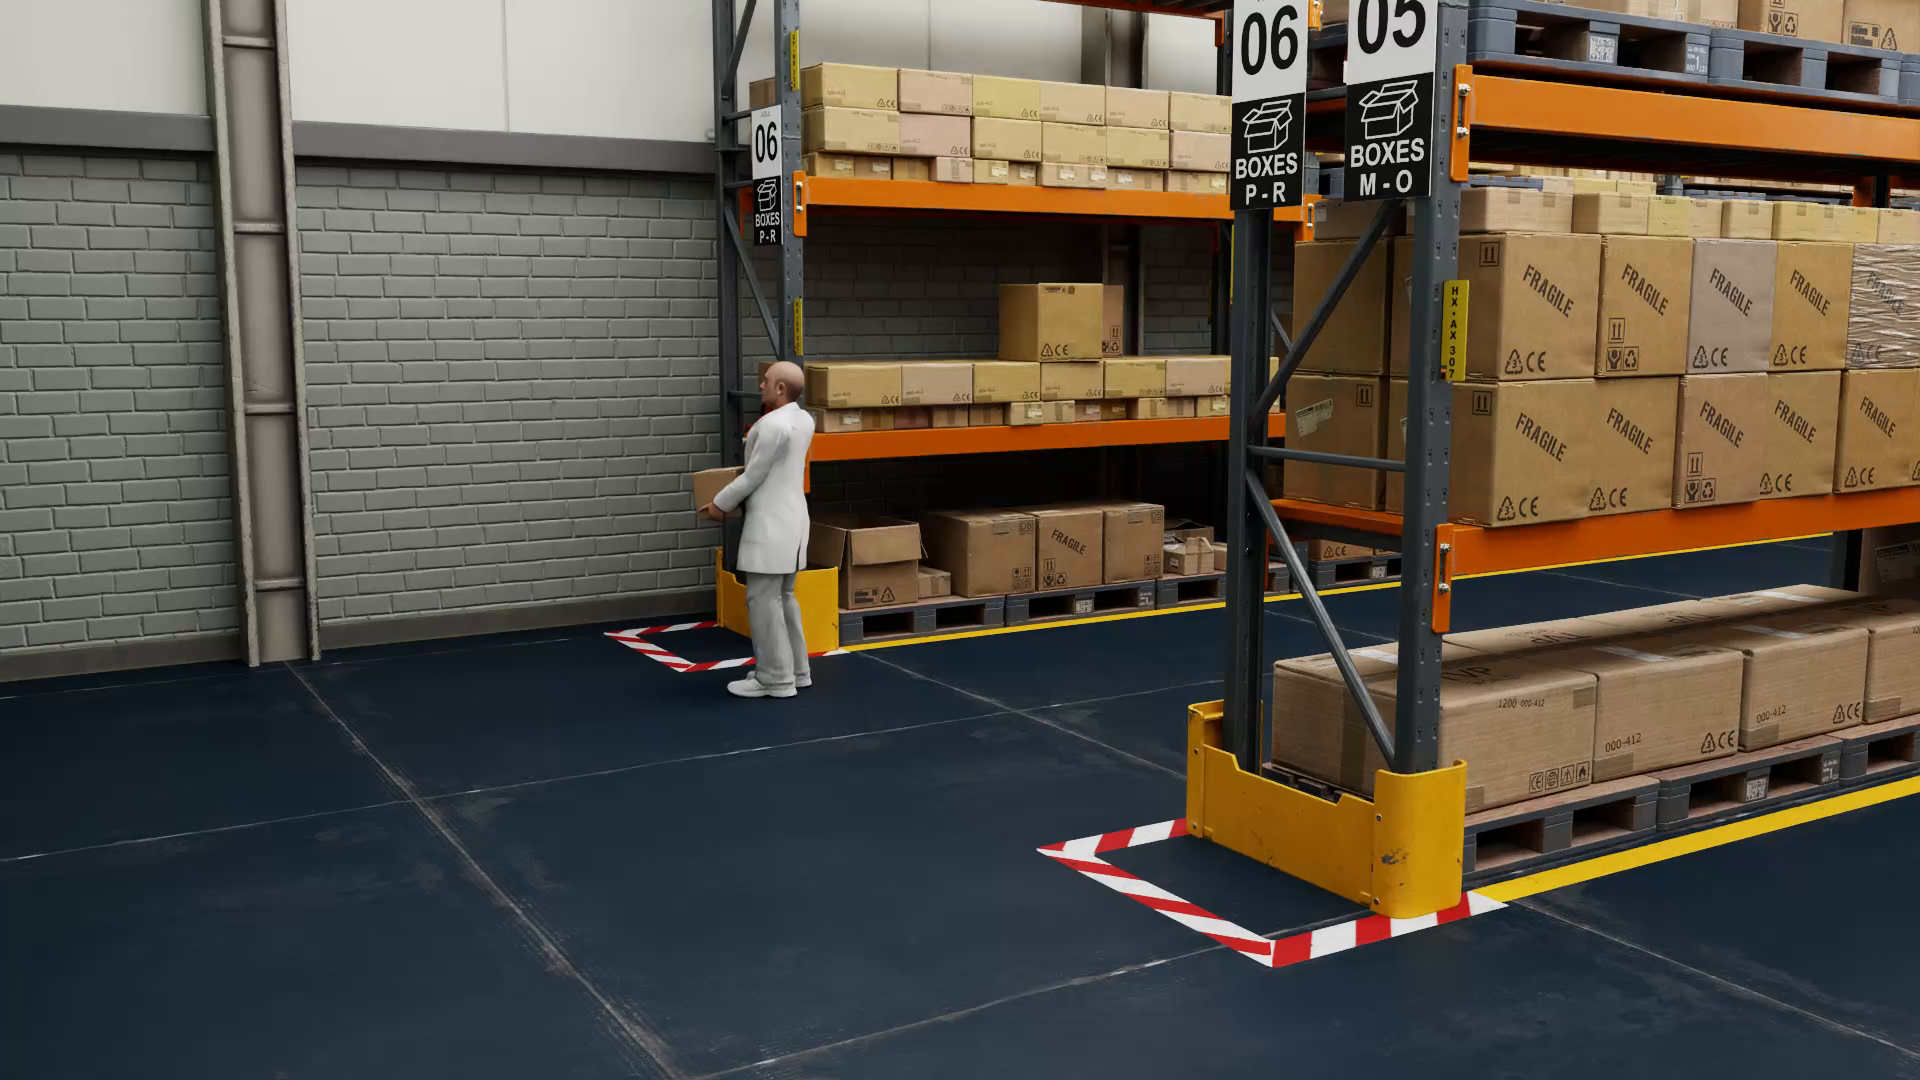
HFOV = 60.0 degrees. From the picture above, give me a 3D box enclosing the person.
[{"bbox_3d":[-1.081,-0.064,8.851,0.563,1.769,0.531,2,8,13],"label":"person"}]
